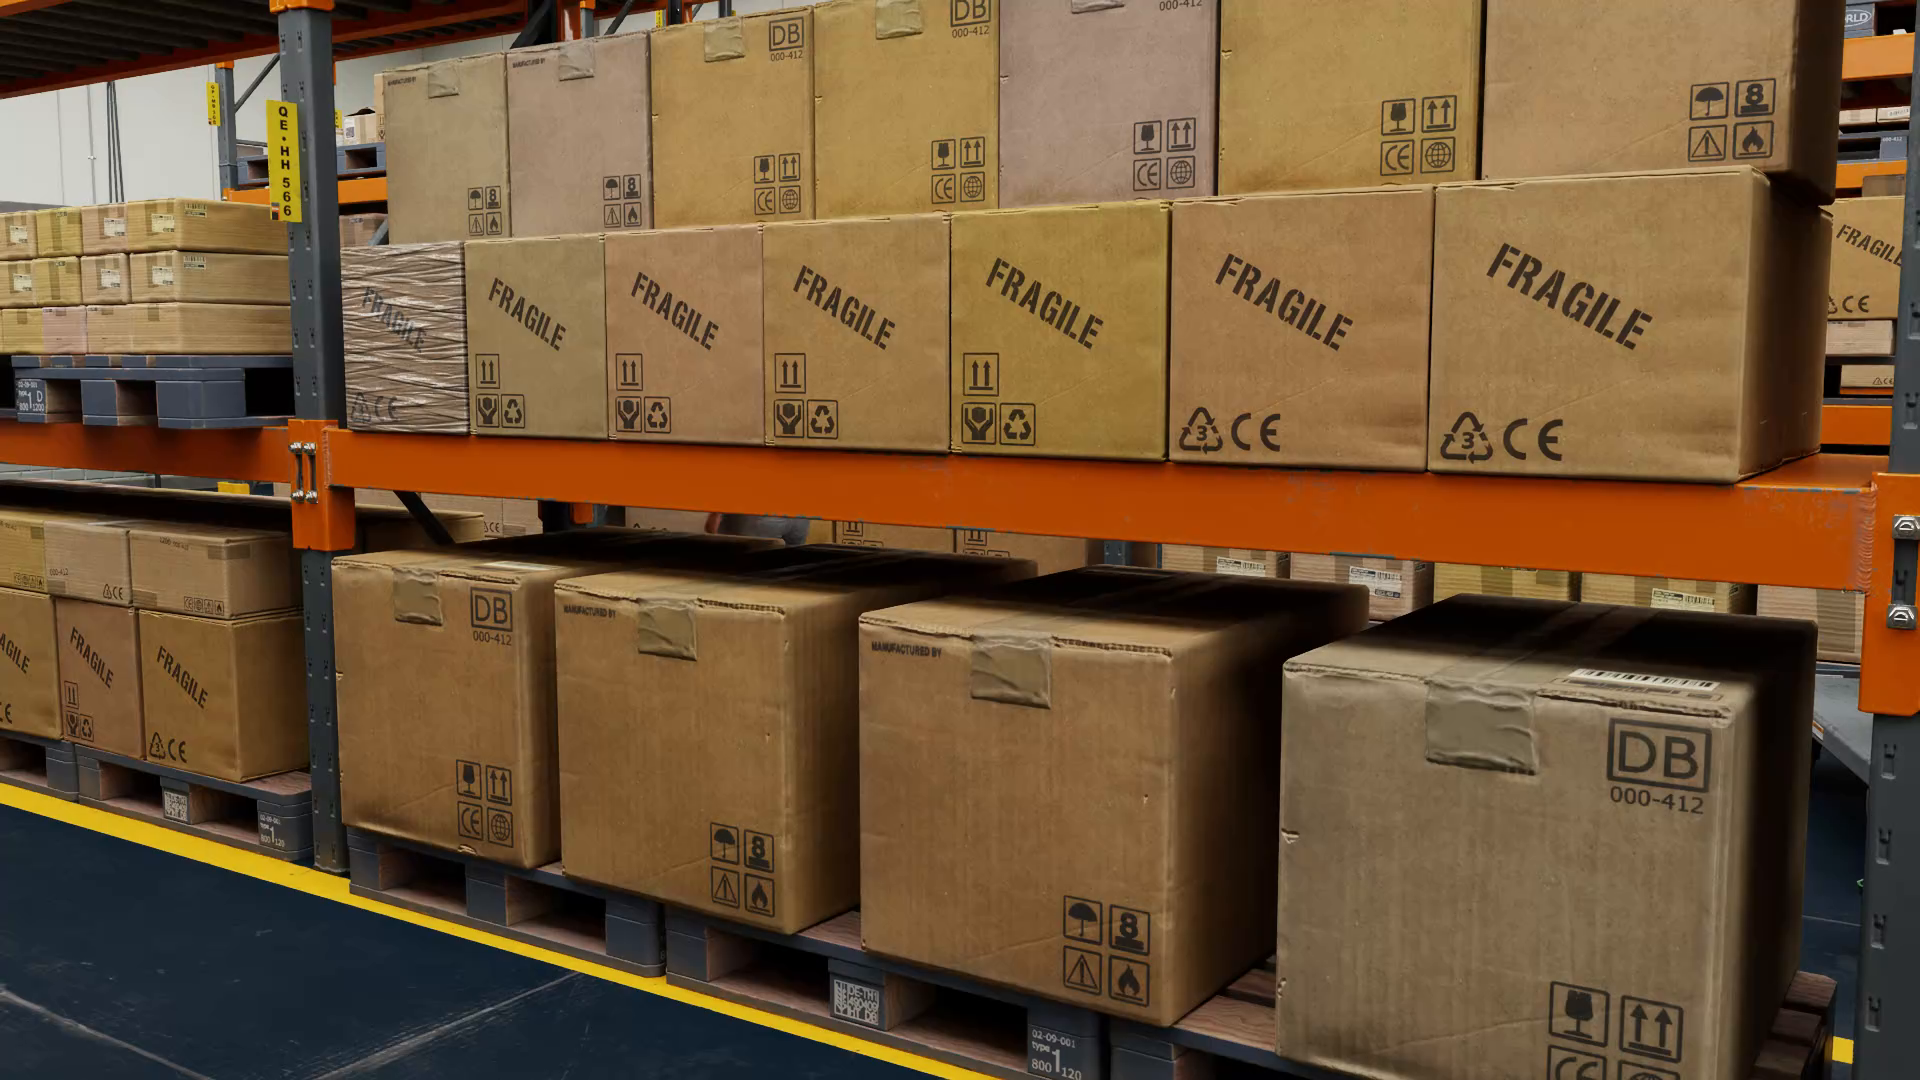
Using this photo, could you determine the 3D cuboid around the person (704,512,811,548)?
[{"bbox_3d":[-0.829,-0.136,6.885,0.461,1.772,0.580,4,8,34],"label":"person"}]
